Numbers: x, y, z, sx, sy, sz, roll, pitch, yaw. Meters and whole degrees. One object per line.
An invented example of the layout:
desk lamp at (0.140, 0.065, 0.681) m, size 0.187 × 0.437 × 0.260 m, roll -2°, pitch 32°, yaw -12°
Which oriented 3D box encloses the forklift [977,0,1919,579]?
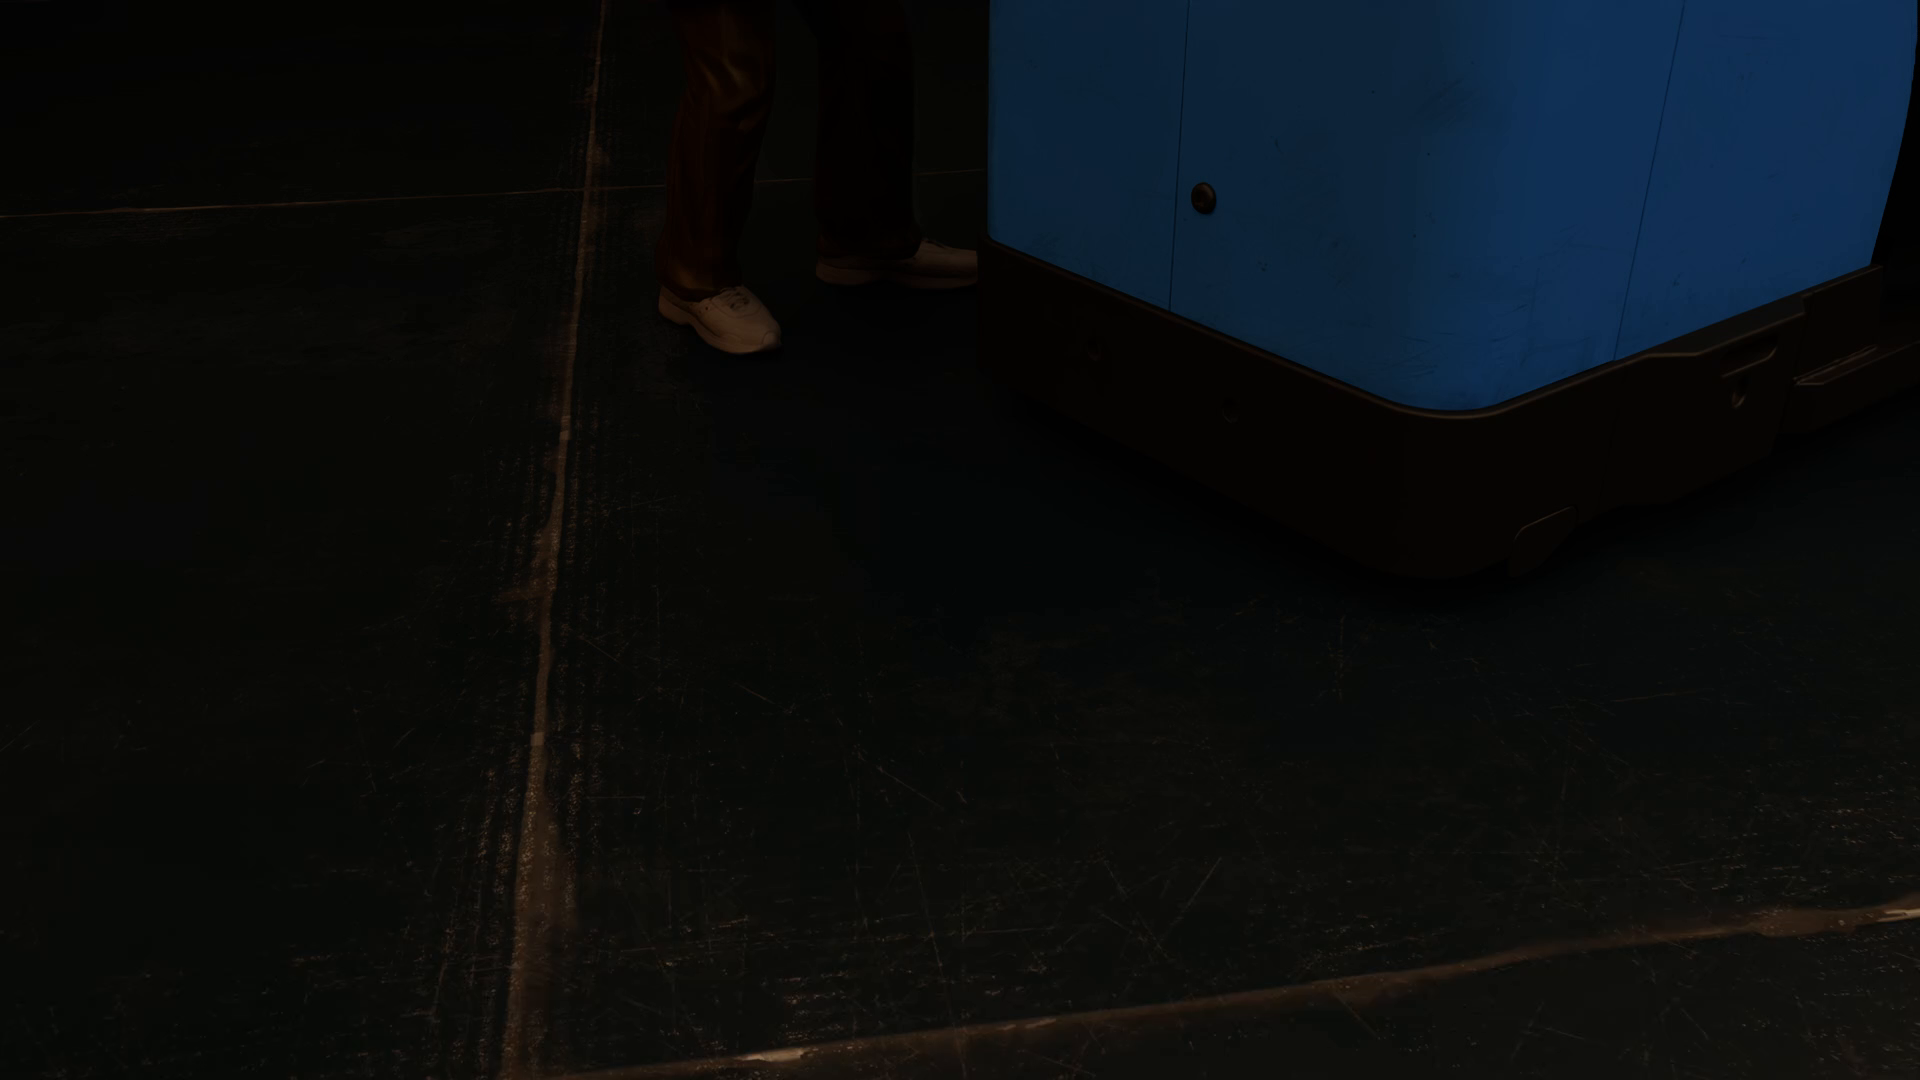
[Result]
forklift at (1.516, -1.778, 2.725) m, size 3.031 × 2.935 × 1.130 m, roll -19°, pitch 34°, yaw -32°

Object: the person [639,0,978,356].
person at (-0.363, -1.216, 2.934) m, size 0.423 × 1.750 × 0.890 m, roll 22°, pitch 35°, yaw 35°
